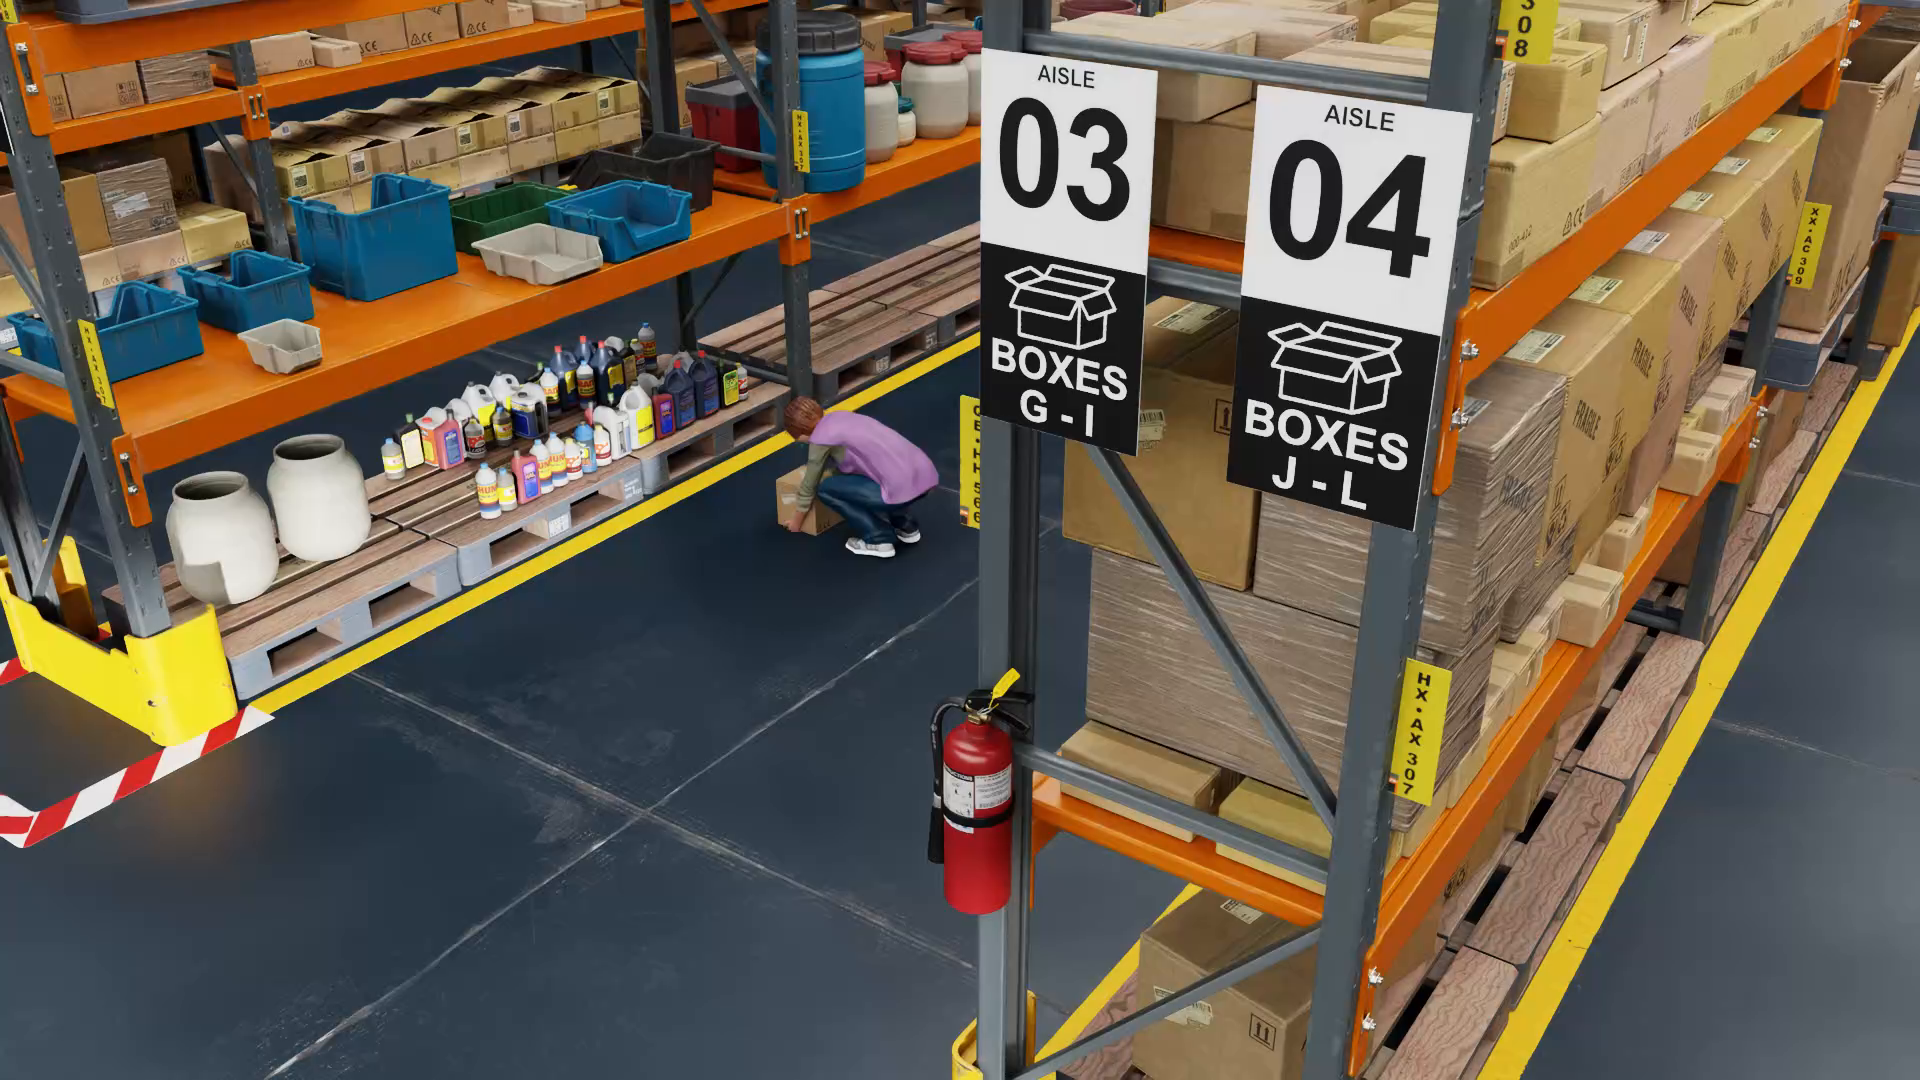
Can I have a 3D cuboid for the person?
[{"bbox_3d":[-0.512,-0.289,8.238,0.816,0.757,0.382,17,32,30],"label":"person"}]
